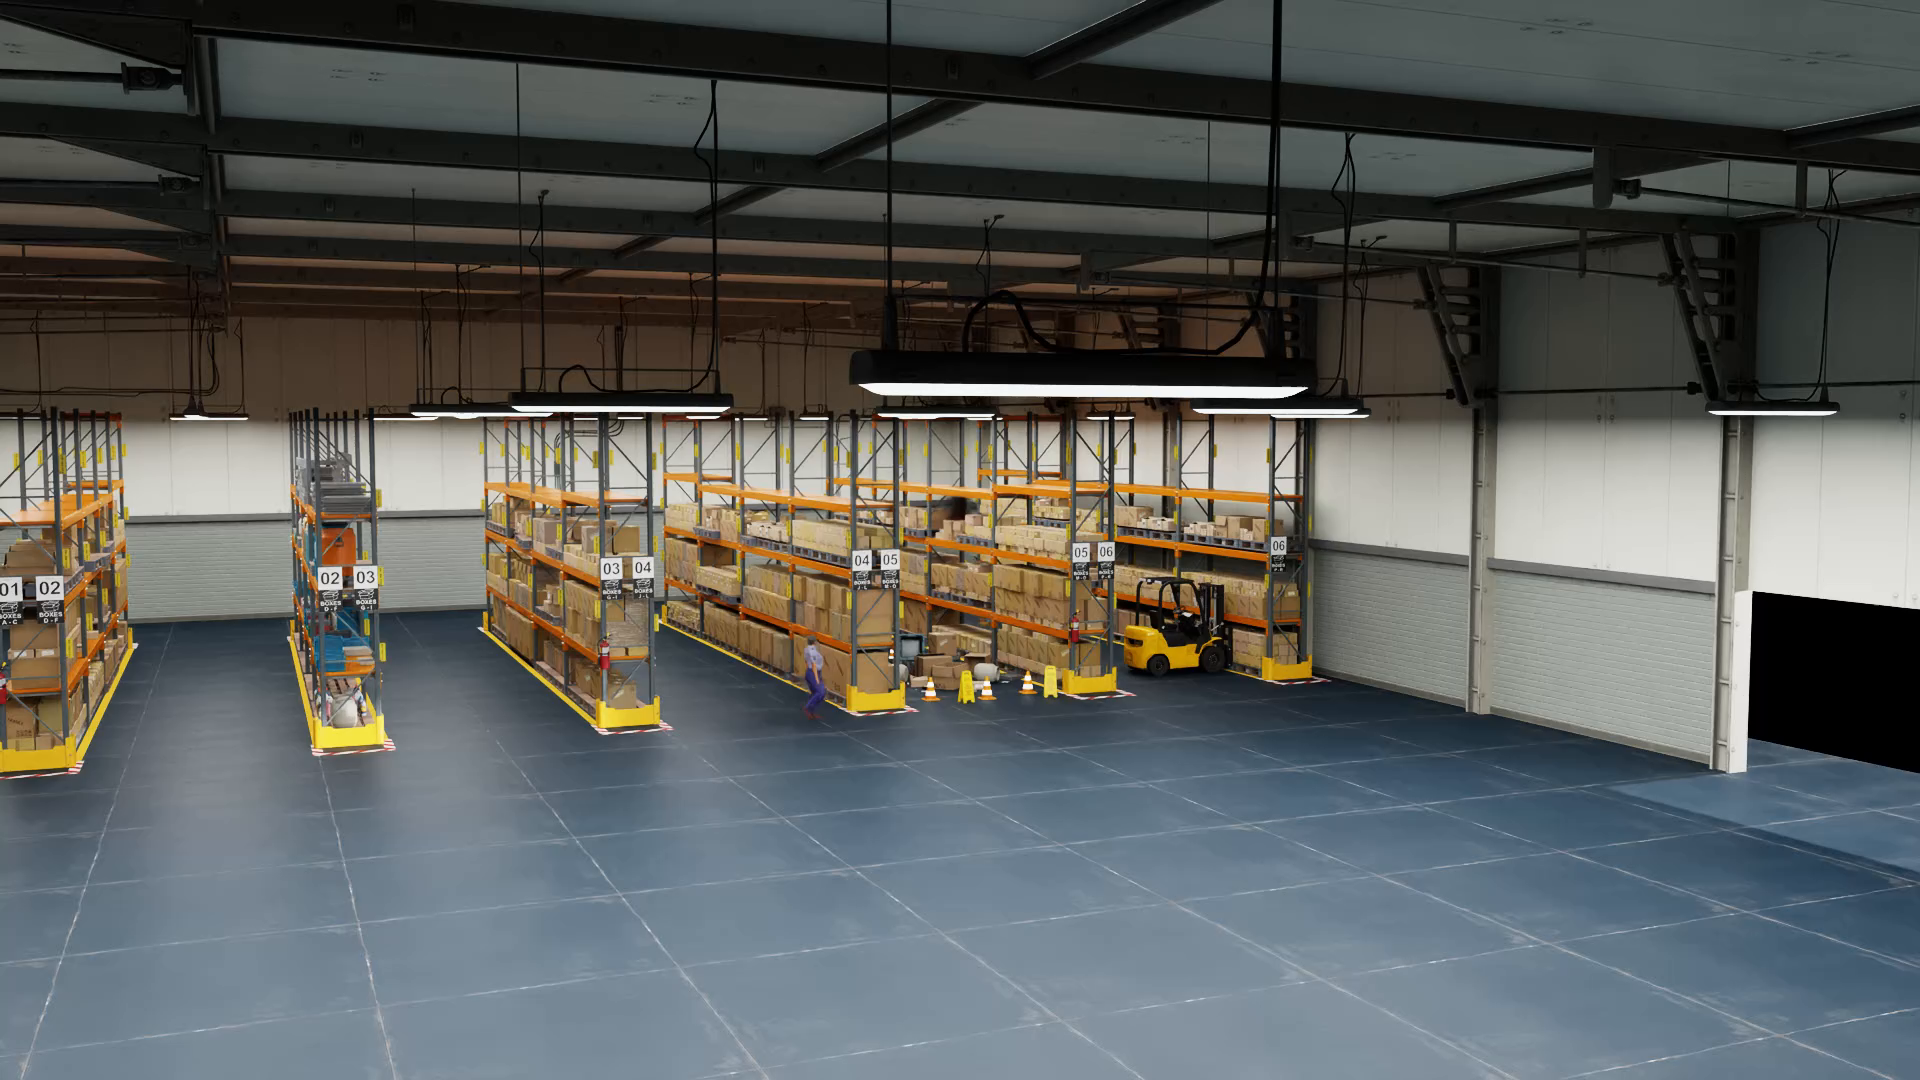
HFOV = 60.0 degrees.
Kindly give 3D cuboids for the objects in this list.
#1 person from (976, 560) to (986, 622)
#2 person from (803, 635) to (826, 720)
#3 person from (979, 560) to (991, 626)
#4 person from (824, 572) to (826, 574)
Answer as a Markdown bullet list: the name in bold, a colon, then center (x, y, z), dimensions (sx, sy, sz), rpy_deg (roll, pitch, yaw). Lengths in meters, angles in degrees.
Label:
- **person**: center (0.653, 1.458, 47.992), dimensions (0.352, 1.789, 0.579), rpy_deg (-3, 5, -36)
- **person**: center (-2.801, 2.635, 32.077), dimensions (0.453, 1.640, 0.484), rpy_deg (0, 4, 0)
- **person**: center (0.679, 1.408, 44.621), dimensions (0.387, 1.767, 0.594), rpy_deg (-1, 4, -19)
- **person**: center (-4.029, 1.311, 50.953), dimensions (0.514, 1.648, 0.765), rpy_deg (1, 4, 17)
